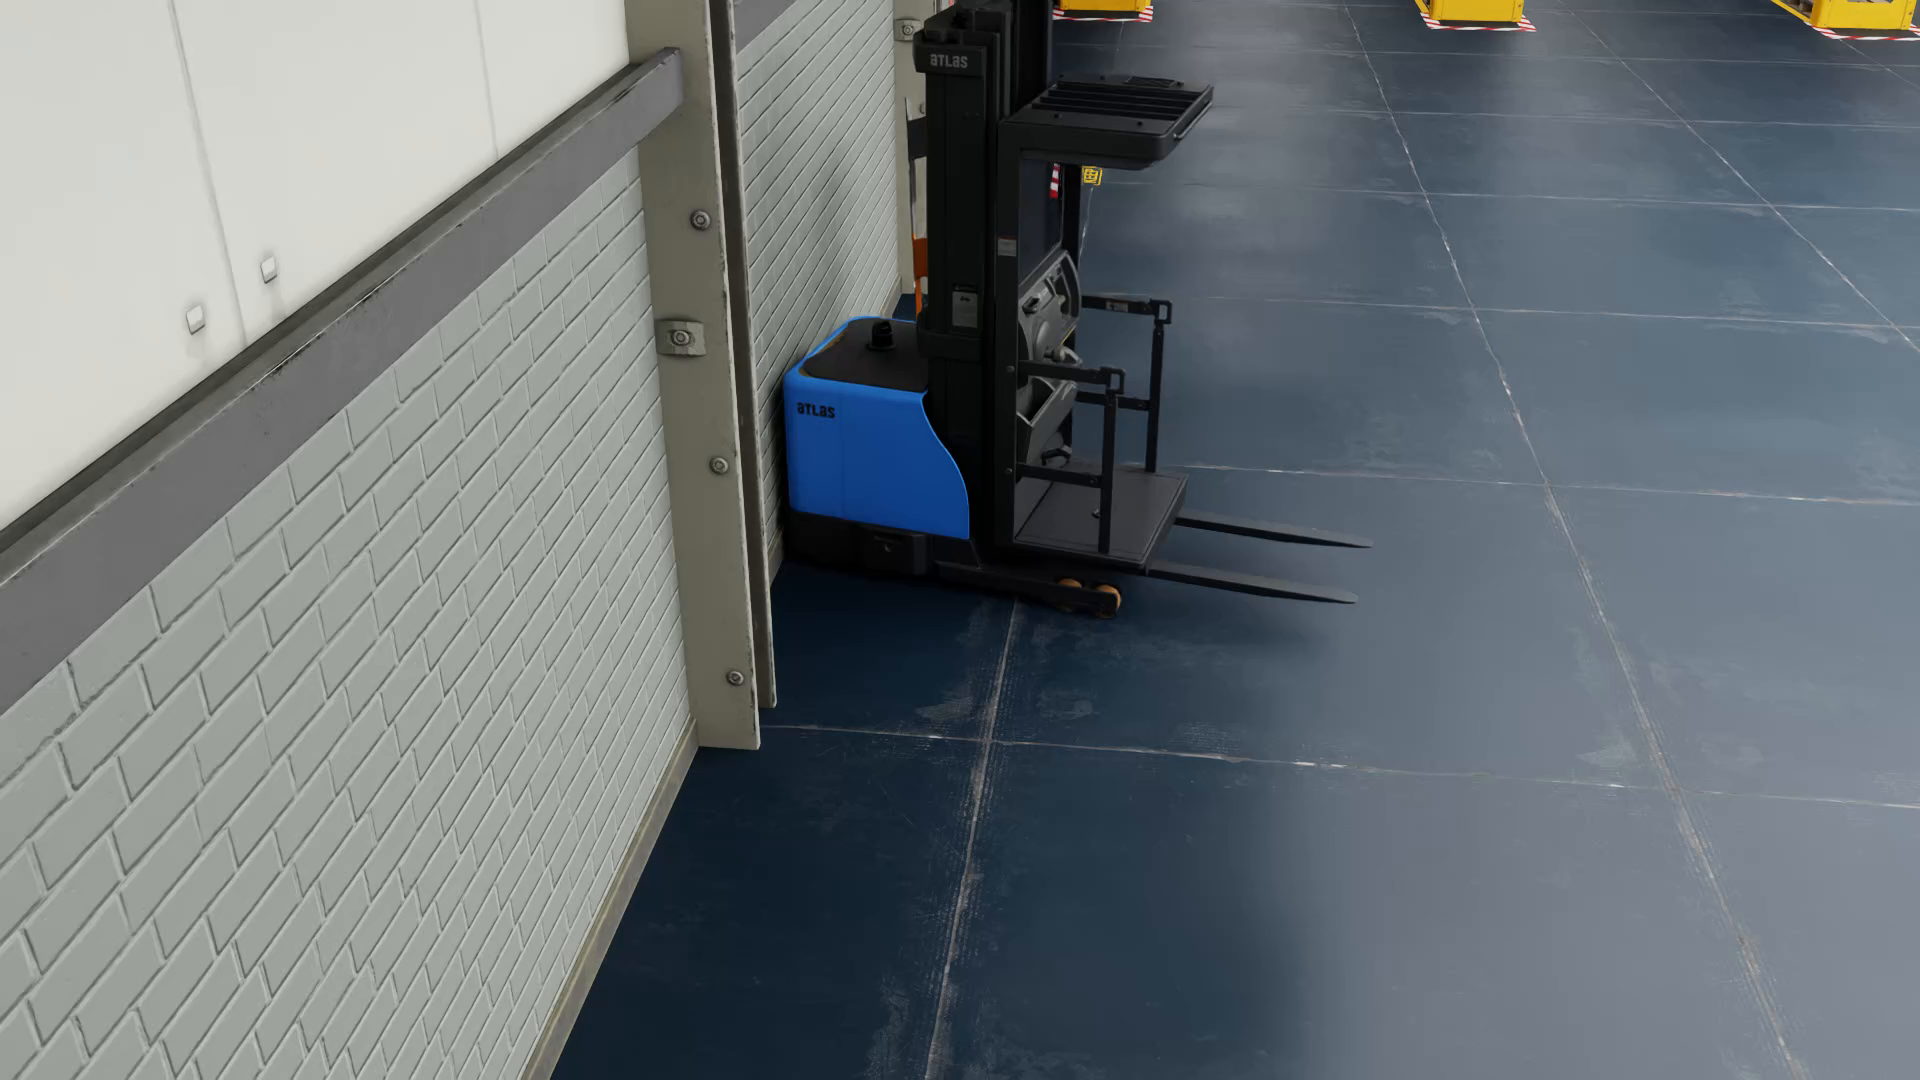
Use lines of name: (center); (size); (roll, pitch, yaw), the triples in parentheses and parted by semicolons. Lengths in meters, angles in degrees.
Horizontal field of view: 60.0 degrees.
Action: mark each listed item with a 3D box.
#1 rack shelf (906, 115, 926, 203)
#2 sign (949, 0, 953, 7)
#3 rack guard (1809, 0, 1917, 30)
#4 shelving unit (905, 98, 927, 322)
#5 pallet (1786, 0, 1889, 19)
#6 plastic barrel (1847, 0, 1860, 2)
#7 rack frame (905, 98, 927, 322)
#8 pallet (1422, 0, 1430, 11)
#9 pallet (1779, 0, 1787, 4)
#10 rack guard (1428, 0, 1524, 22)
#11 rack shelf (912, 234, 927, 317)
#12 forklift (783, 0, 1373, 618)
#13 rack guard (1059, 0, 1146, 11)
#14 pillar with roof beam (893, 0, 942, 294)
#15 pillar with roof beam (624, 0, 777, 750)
rack shelf: (0.005, -2.282, 9.863); (0.431, 0.518, 0.480); (-6, 4, -40)
sign: (-0.081, -4.725, 14.821); (0.001, 0.329, 0.234); (3, 28, 6)
rack guard: (11.733, -6.932, 21.590); (1.175, 0.500, 0.348); (3, 28, 6)
shelving unit: (0.038, -1.598, 9.903); (0.431, 2.100, 0.503); (-6, 4, -40)
pallet: (11.838, -7.187, 22.367); (1.003, 0.211, 1.213); (3, 28, 6)
plastic barrel: (11.775, -7.398, 21.999); (0.421, 0.512, 0.421); (0, 28, 0)
rack frame: (-0.119, -1.601, 10.090); (0.400, 2.100, 0.015); (-6, 4, -40)
pallet: (6.907, -7.418, 22.797); (1.003, 0.211, 1.213); (3, 28, 6)
pallet: (11.990, -7.759, 23.430); (1.003, 0.211, 1.213); (3, 28, 6)
rack guard: (6.852, -7.172, 22.035); (1.175, 0.500, 0.348); (3, 28, 6)
rack shelf: (0.039, -1.584, 9.904); (0.431, 0.518, 0.480); (-6, 4, -40)
forklift: (0.641, -1.174, 8.340); (3.031, 2.935, 1.130); (9, 30, 17)
rack guard: (1.947, -7.505, 22.653); (1.175, 0.500, 0.348); (3, 28, 6)
pillar with roof beam: (3.967, -5.692, 10.327); (9.100, 9.000, 0.400); (3, 28, 6)
pillar with roof beam: (3.232, -2.867, 5.085); (9.100, 9.000, 0.400); (3, 28, 6)
